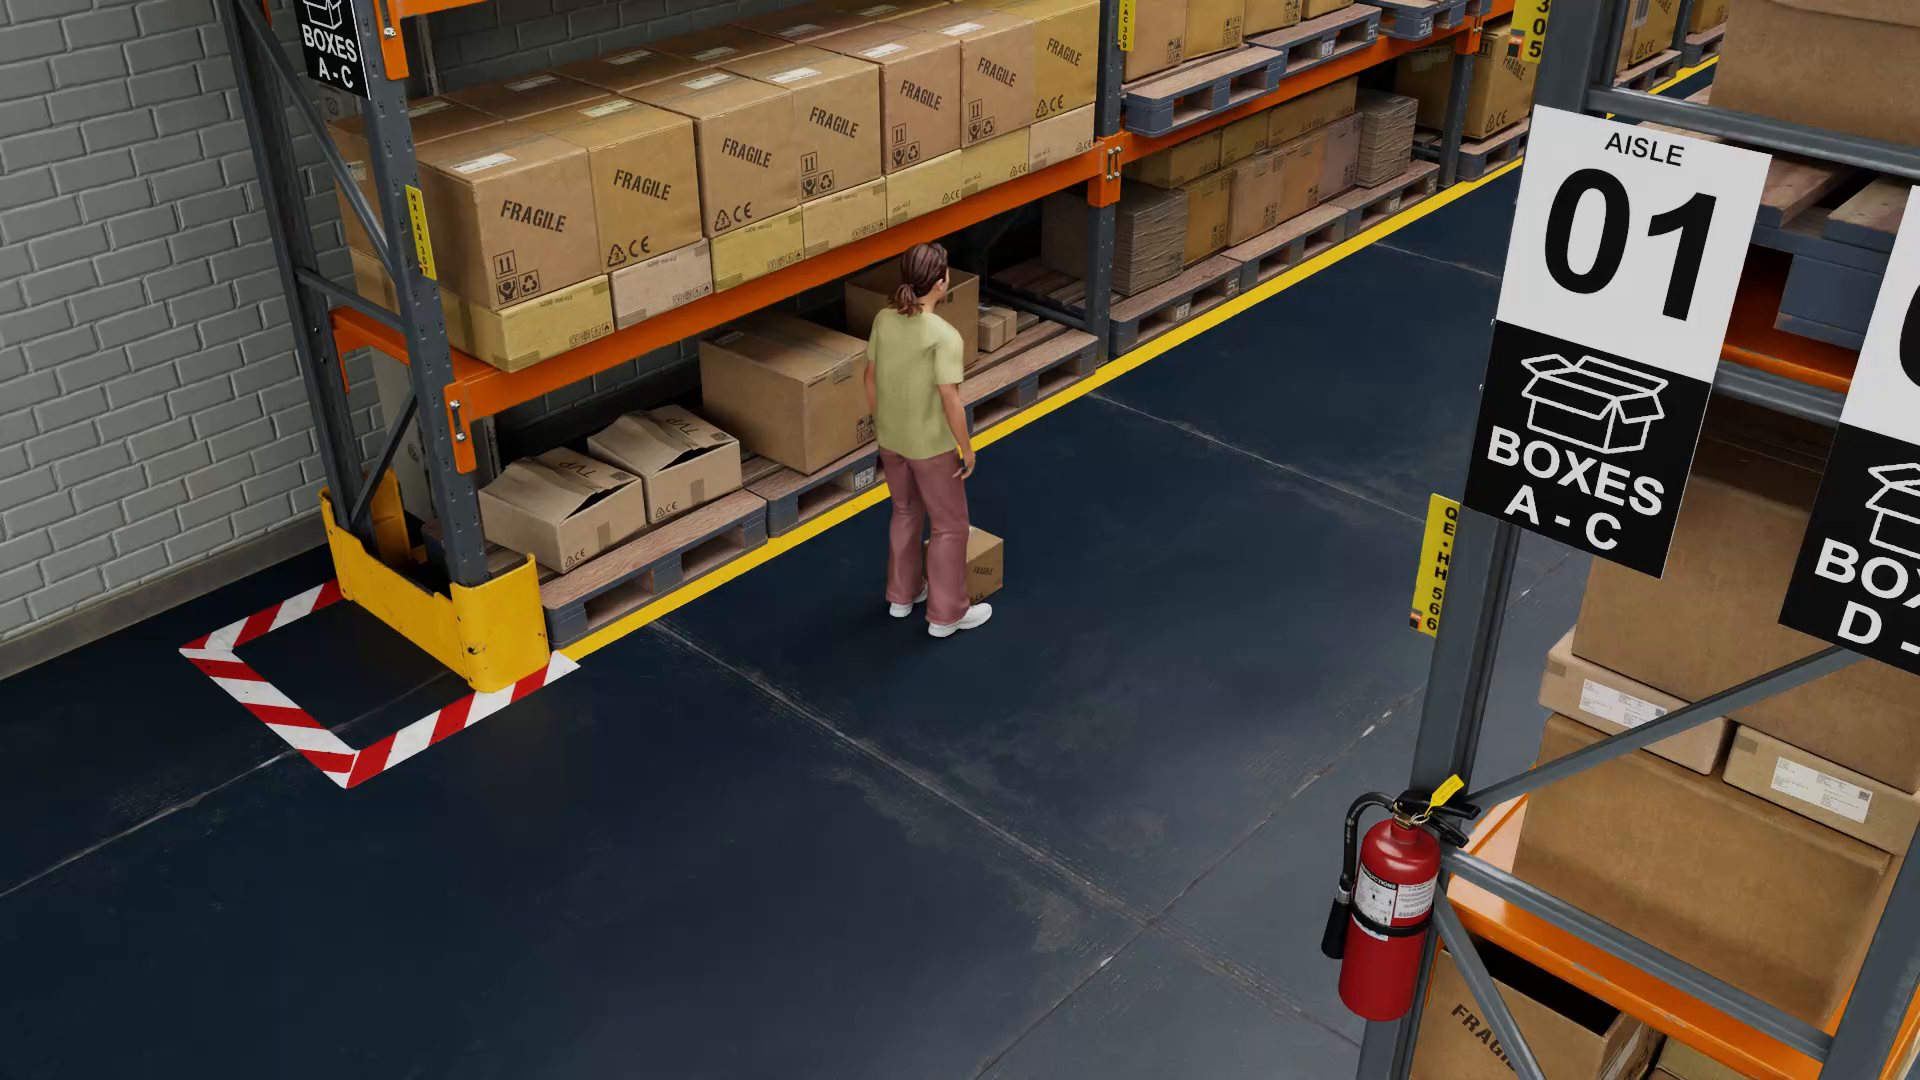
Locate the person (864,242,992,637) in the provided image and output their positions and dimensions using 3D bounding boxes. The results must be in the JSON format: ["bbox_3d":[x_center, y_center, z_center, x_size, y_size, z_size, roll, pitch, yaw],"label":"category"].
[{"bbox_3d":[-0.149,-0.402,6.793,0.517,1.673,0.357,24,39,33],"label":"person"}]
